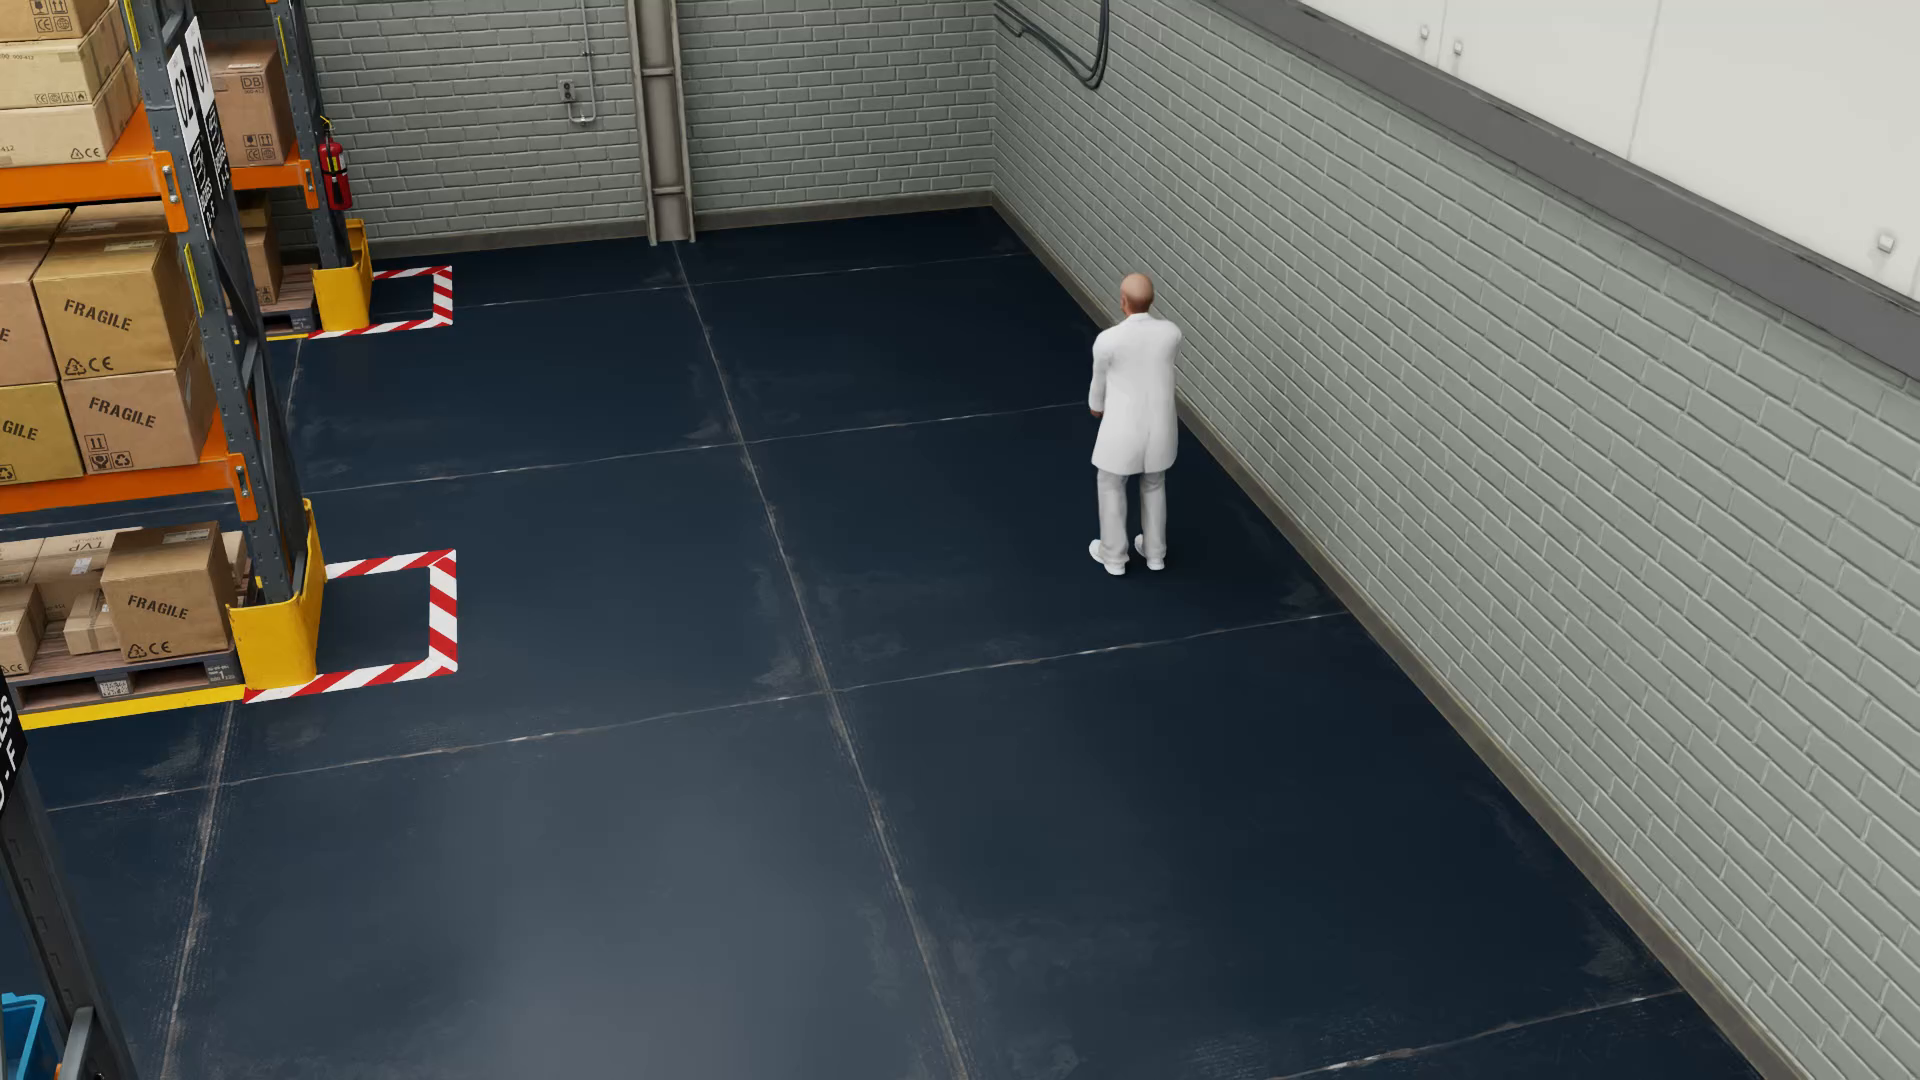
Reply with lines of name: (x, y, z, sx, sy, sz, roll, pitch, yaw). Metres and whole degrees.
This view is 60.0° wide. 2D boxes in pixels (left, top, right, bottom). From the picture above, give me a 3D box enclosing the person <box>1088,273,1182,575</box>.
person: (0.969, -0.688, 9.467, 0.530, 1.777, 0.575, -8, 31, -14)
